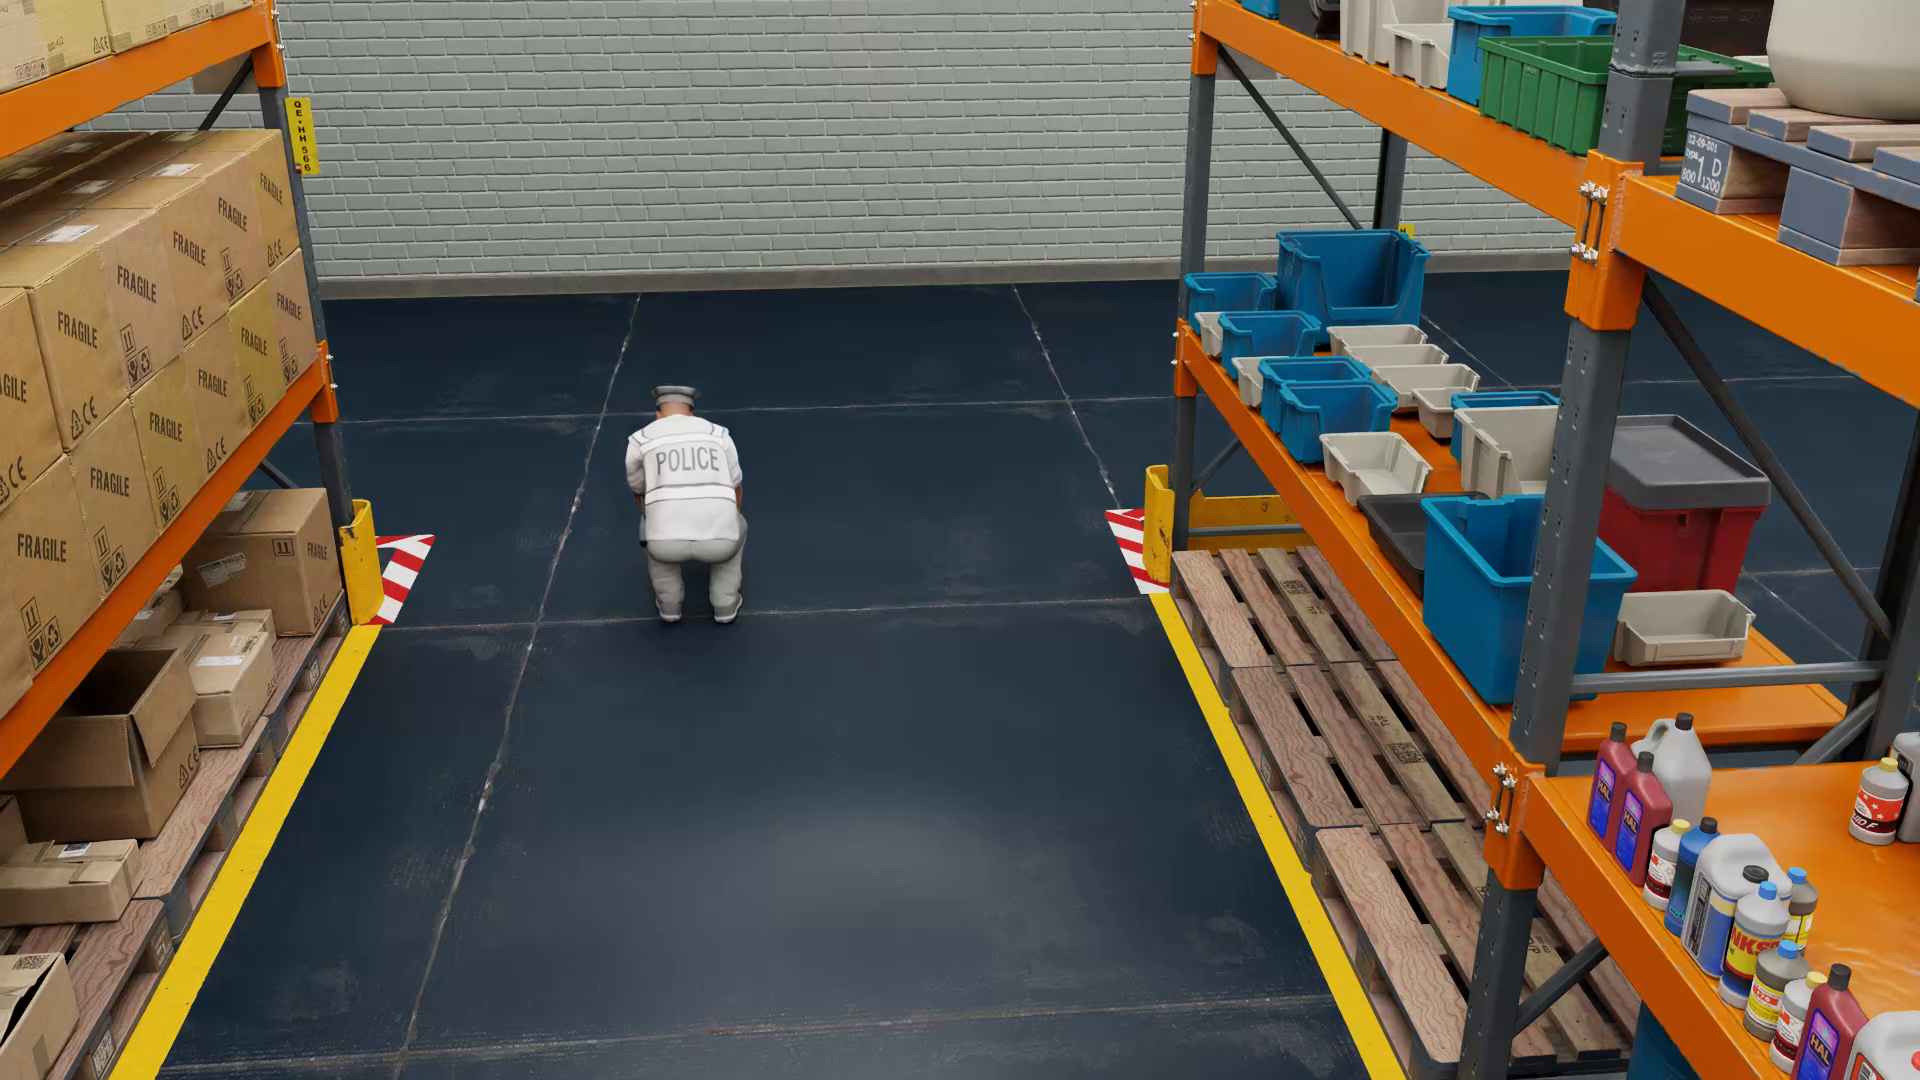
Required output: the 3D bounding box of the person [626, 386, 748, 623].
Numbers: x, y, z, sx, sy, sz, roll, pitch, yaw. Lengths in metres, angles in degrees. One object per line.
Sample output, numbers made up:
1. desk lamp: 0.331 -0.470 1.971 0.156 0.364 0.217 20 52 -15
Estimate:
1. person: -1.300 -0.163 7.897 0.565 1.014 0.912 -2 24 -5
